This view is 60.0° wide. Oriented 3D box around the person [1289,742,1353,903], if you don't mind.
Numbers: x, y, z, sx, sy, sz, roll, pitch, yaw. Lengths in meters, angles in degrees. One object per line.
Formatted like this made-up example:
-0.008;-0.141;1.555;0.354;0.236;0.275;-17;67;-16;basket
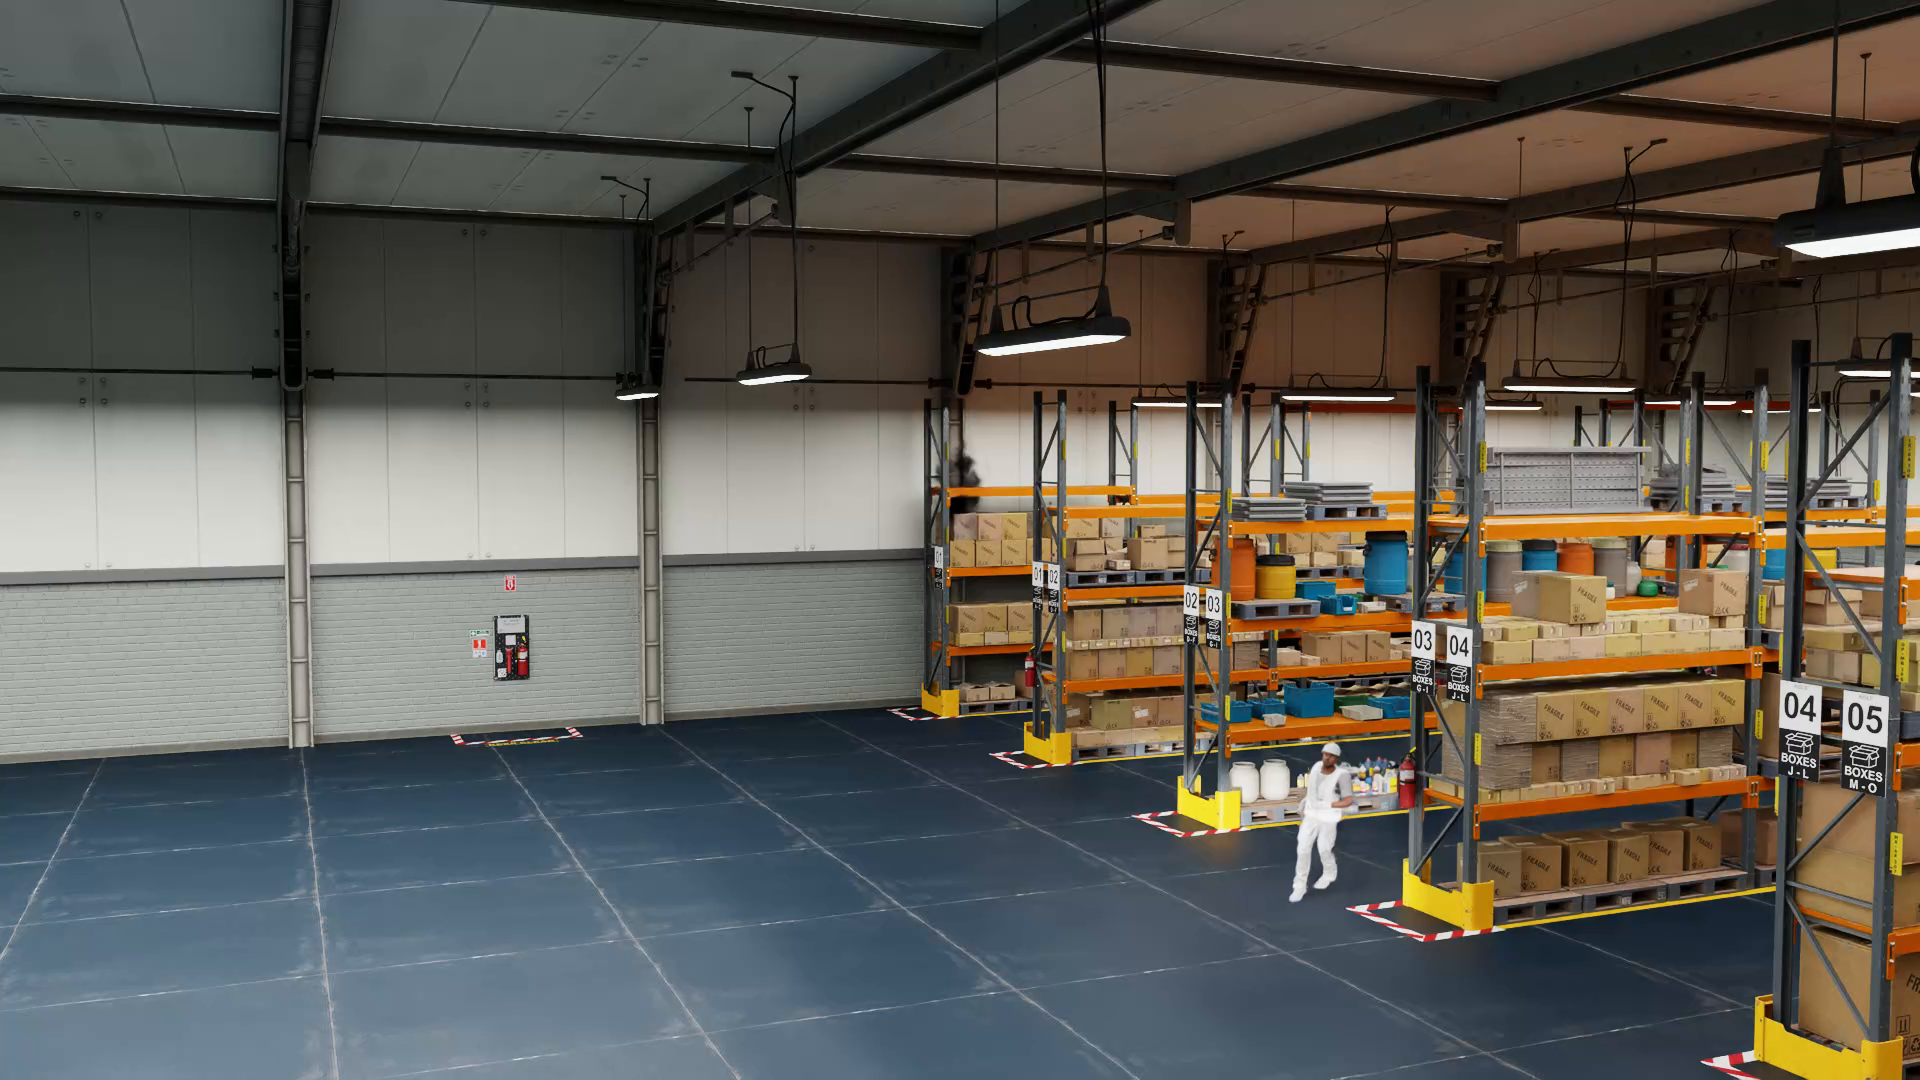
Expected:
4.144;3.173;18.816;0.687;1.804;0.826;3;4;39;person
